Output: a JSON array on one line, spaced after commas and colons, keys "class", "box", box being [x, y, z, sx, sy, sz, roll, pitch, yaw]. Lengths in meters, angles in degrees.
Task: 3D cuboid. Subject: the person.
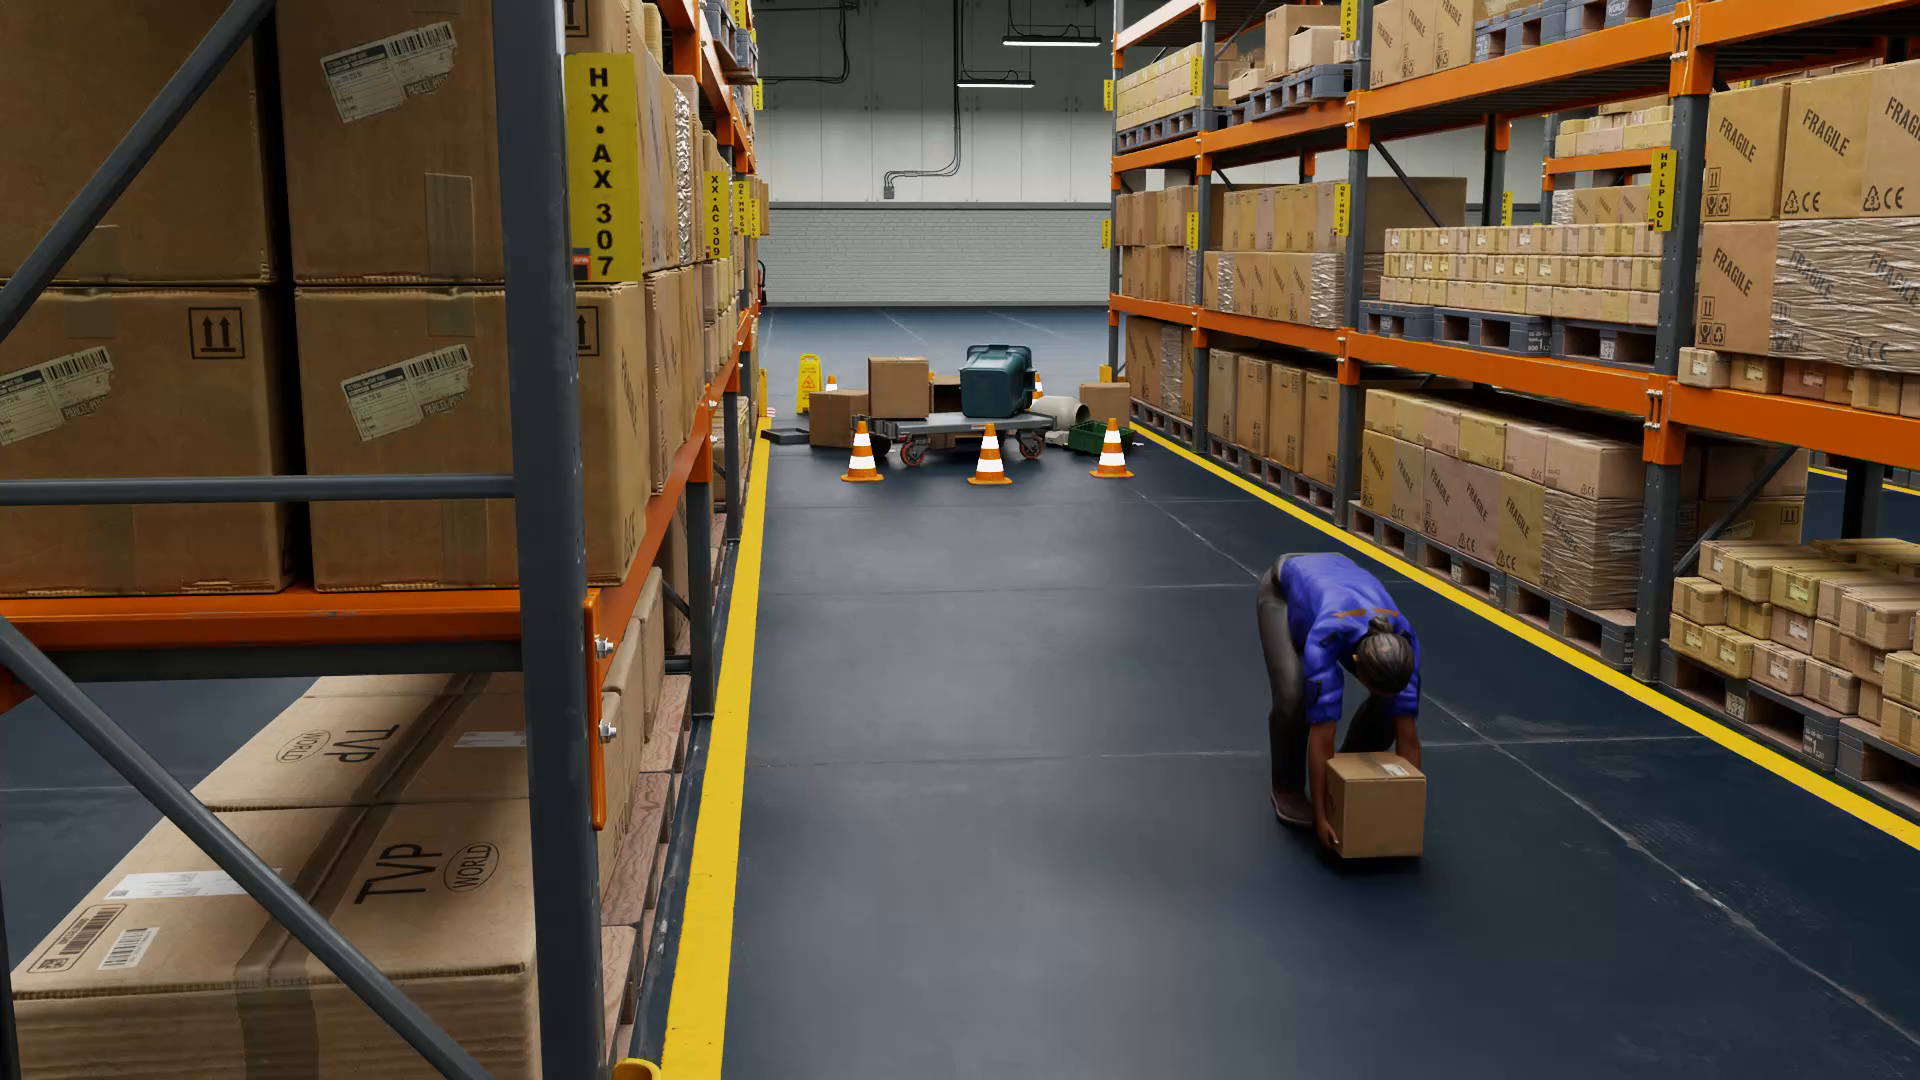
[{"class": "person", "box": [1.236, 0.507, 5.344, 0.458, 0.864, 0.864, -2, 10, -9]}]
